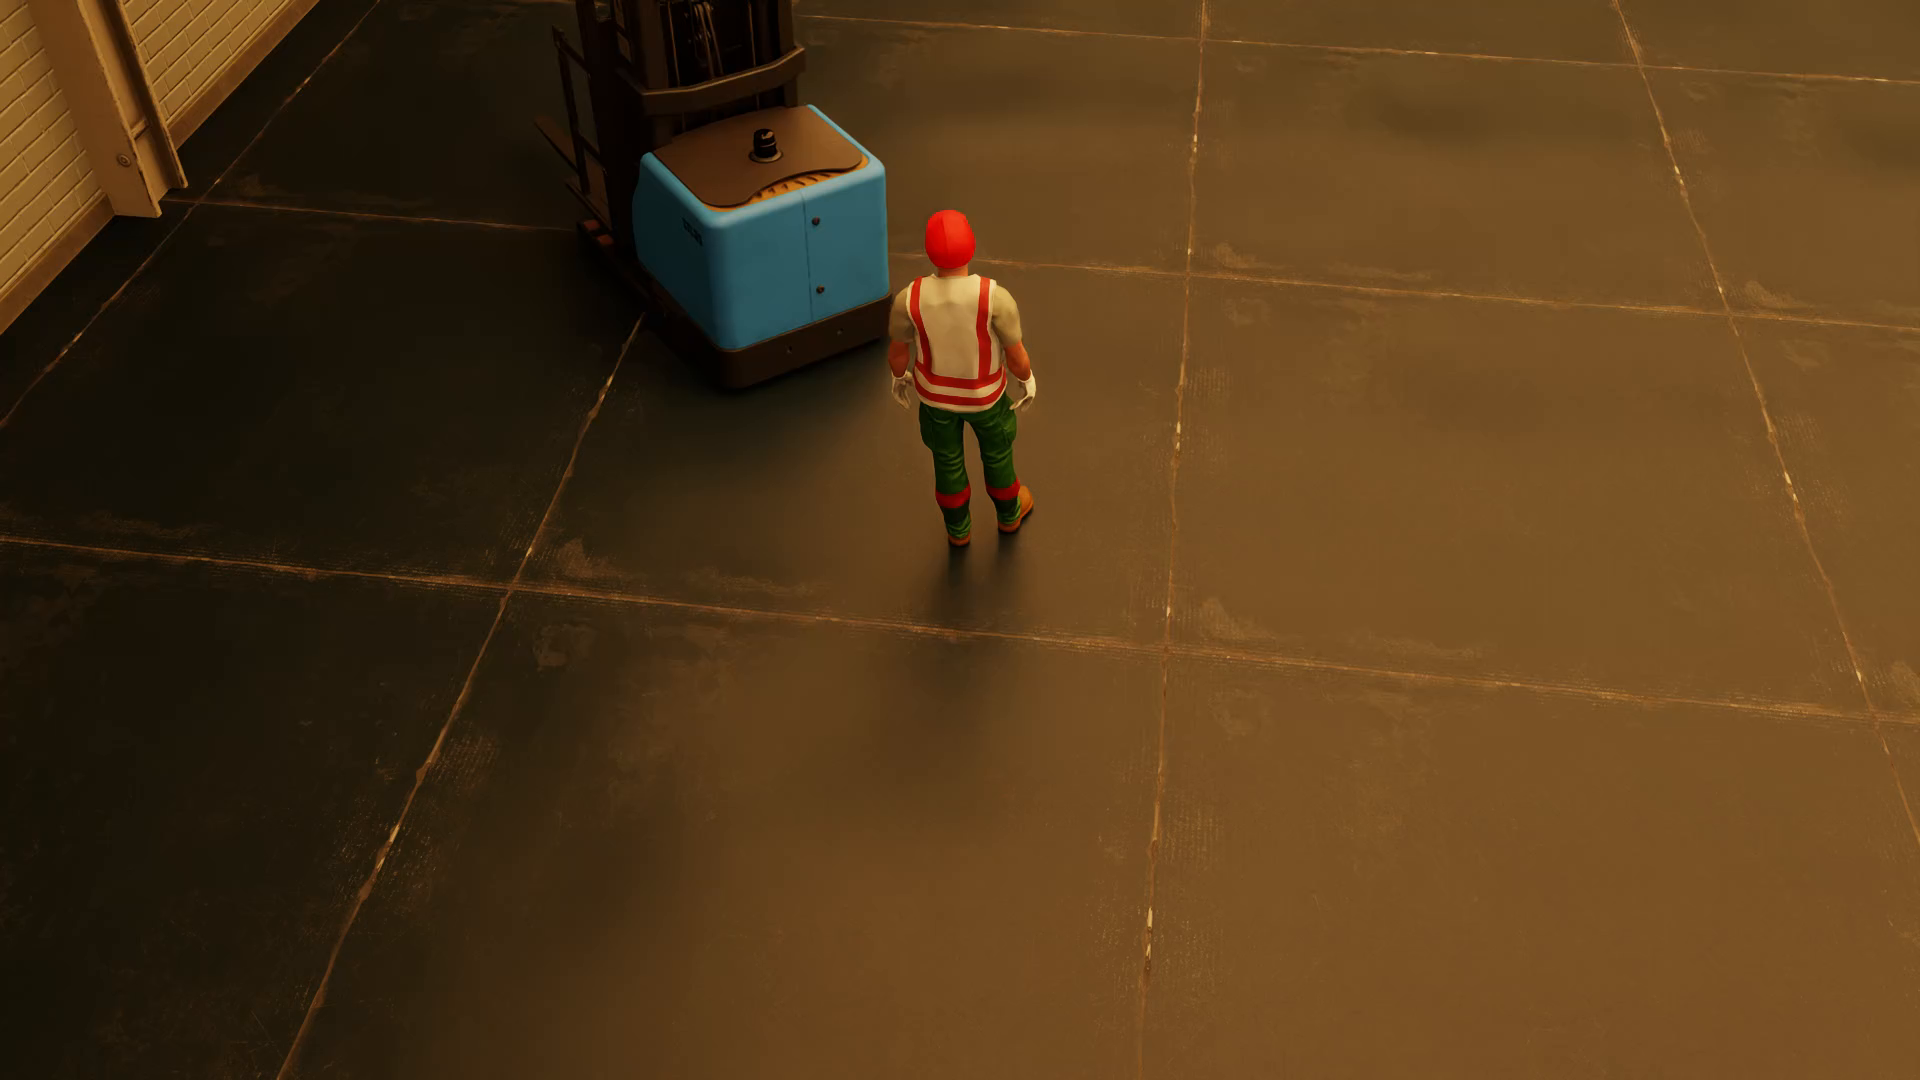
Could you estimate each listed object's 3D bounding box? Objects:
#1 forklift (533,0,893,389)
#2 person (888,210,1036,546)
[{"bbox_3d":[-1.582,-2.836,8.811,1.130,2.935,3.031,-24,48,-24],"label":"forklift"},{"bbox_3d":[0.021,-0.717,7.339,0.638,1.789,0.562,5,43,6],"label":"person"}]
